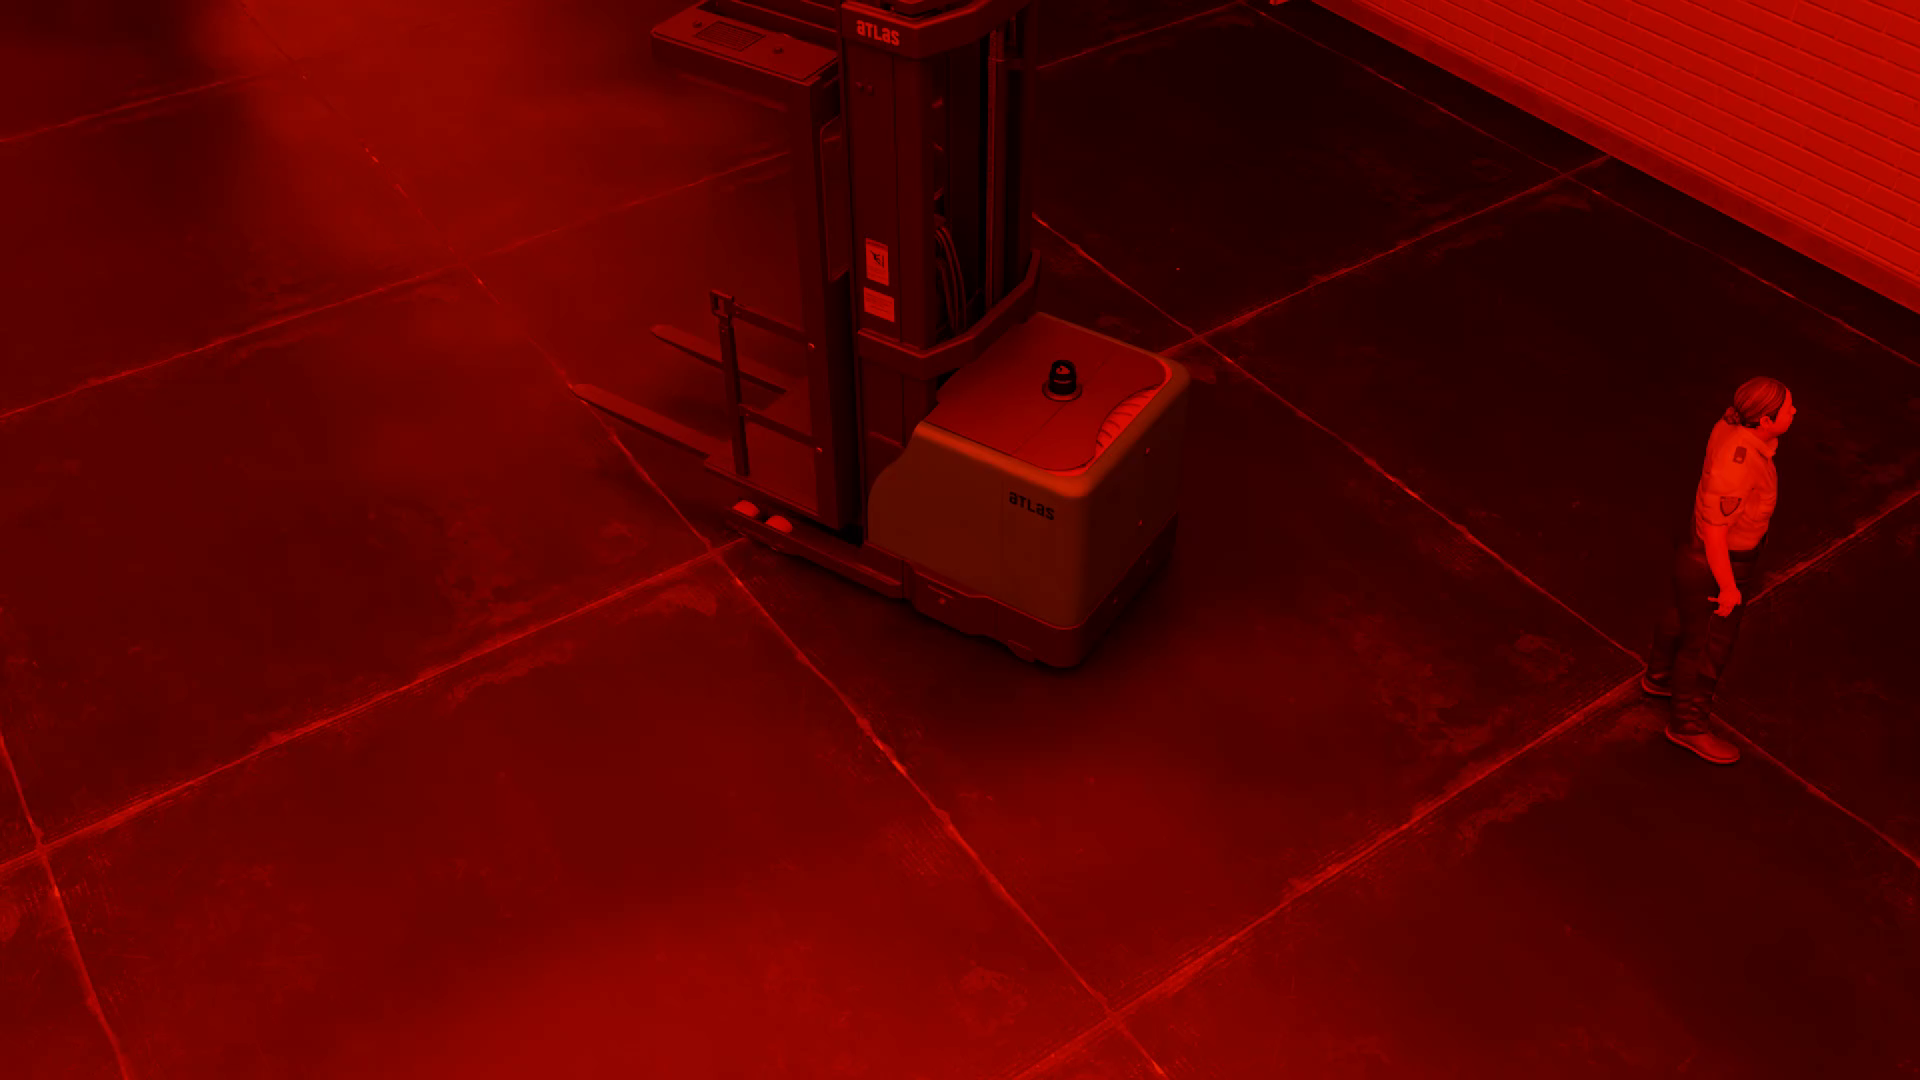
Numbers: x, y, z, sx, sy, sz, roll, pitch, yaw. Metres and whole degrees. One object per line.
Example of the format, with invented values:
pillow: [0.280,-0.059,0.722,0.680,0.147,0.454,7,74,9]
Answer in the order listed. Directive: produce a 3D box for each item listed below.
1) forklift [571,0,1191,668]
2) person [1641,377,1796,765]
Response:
forklift: [-0.511,-1.302,7.129,3.031,2.935,1.130,24,48,24]
person: [3.066,0.092,6.553,0.502,1.651,0.598,14,44,14]
